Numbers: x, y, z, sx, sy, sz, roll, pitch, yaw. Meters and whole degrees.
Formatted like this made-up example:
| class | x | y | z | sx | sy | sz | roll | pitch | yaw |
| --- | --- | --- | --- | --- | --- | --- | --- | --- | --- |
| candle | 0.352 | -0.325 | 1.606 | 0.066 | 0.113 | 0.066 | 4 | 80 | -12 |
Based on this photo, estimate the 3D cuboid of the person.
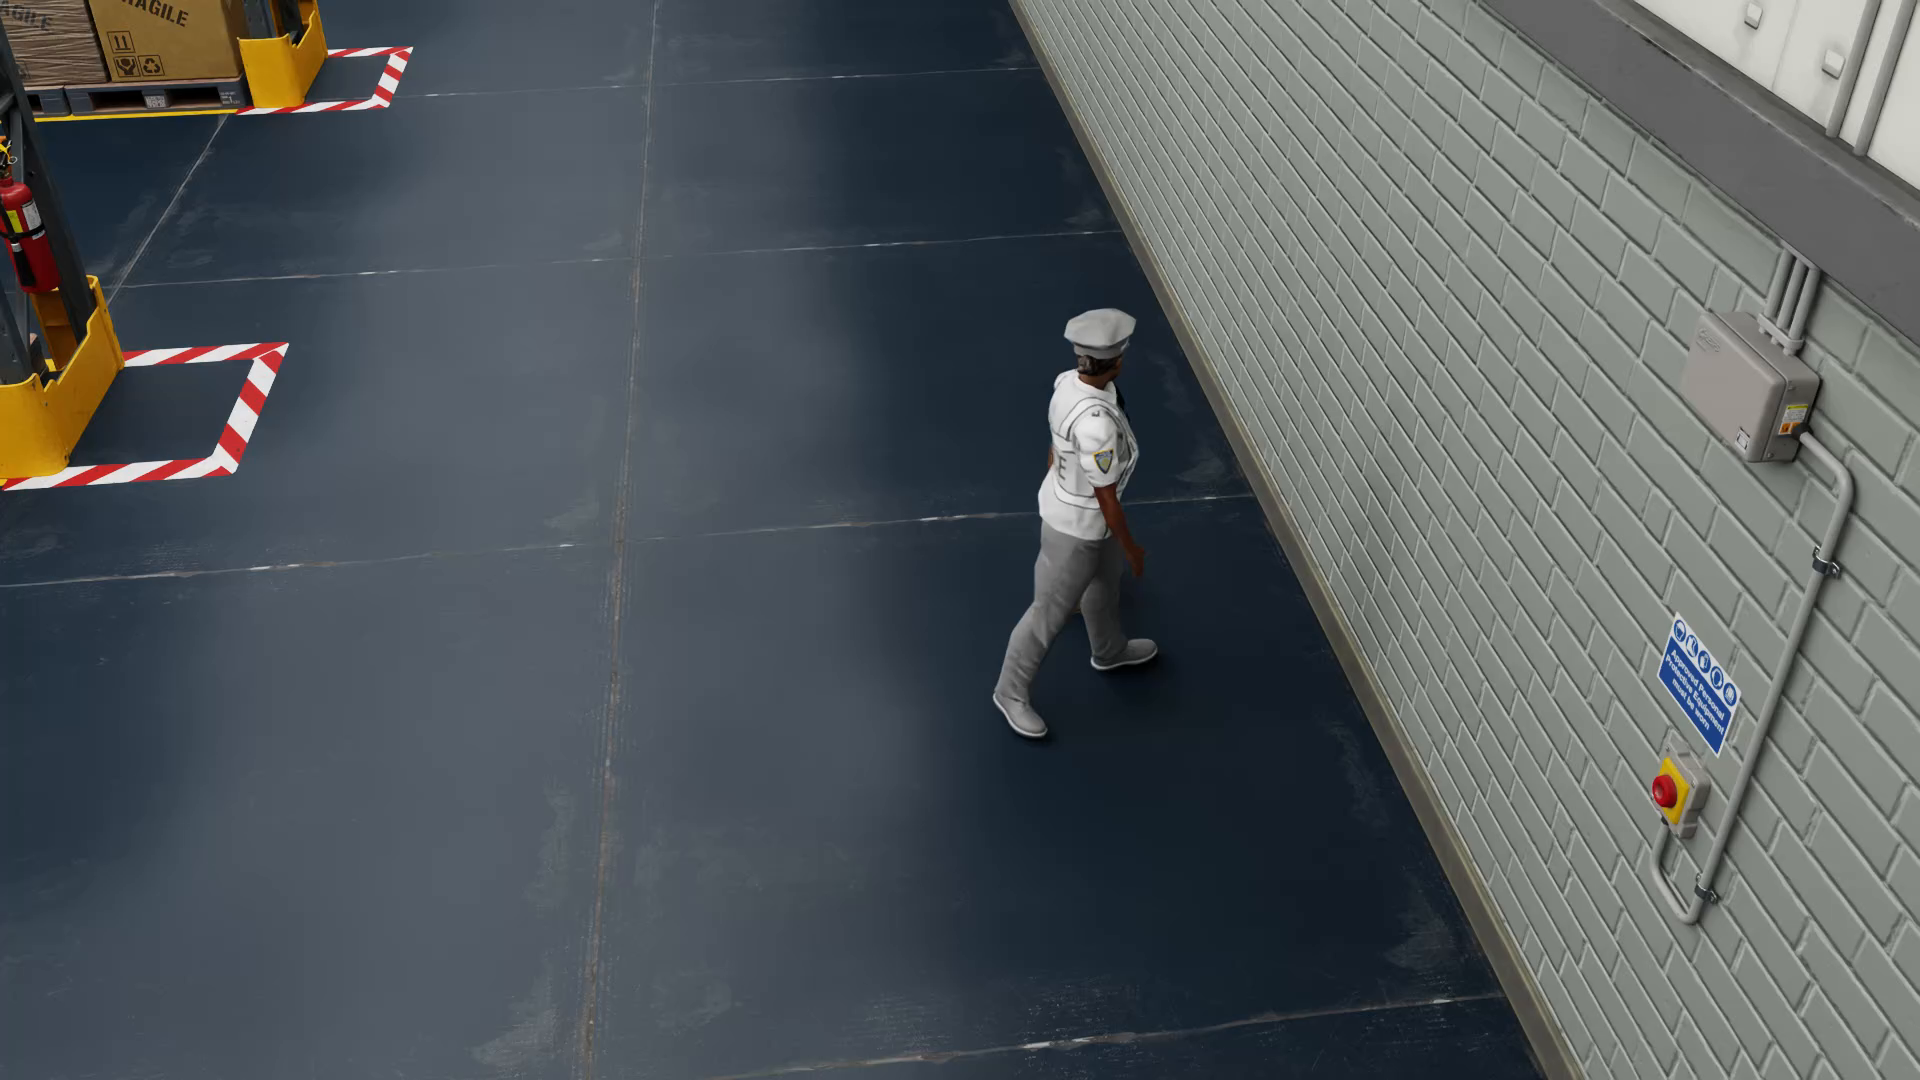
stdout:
| class | x | y | z | sx | sy | sz | roll | pitch | yaw |
| --- | --- | --- | --- | --- | --- | --- | --- | --- | --- |
| person | 0.470 | -0.058 | 6.212 | 0.677 | 1.641 | 0.613 | 1 | 35 | 1 |
